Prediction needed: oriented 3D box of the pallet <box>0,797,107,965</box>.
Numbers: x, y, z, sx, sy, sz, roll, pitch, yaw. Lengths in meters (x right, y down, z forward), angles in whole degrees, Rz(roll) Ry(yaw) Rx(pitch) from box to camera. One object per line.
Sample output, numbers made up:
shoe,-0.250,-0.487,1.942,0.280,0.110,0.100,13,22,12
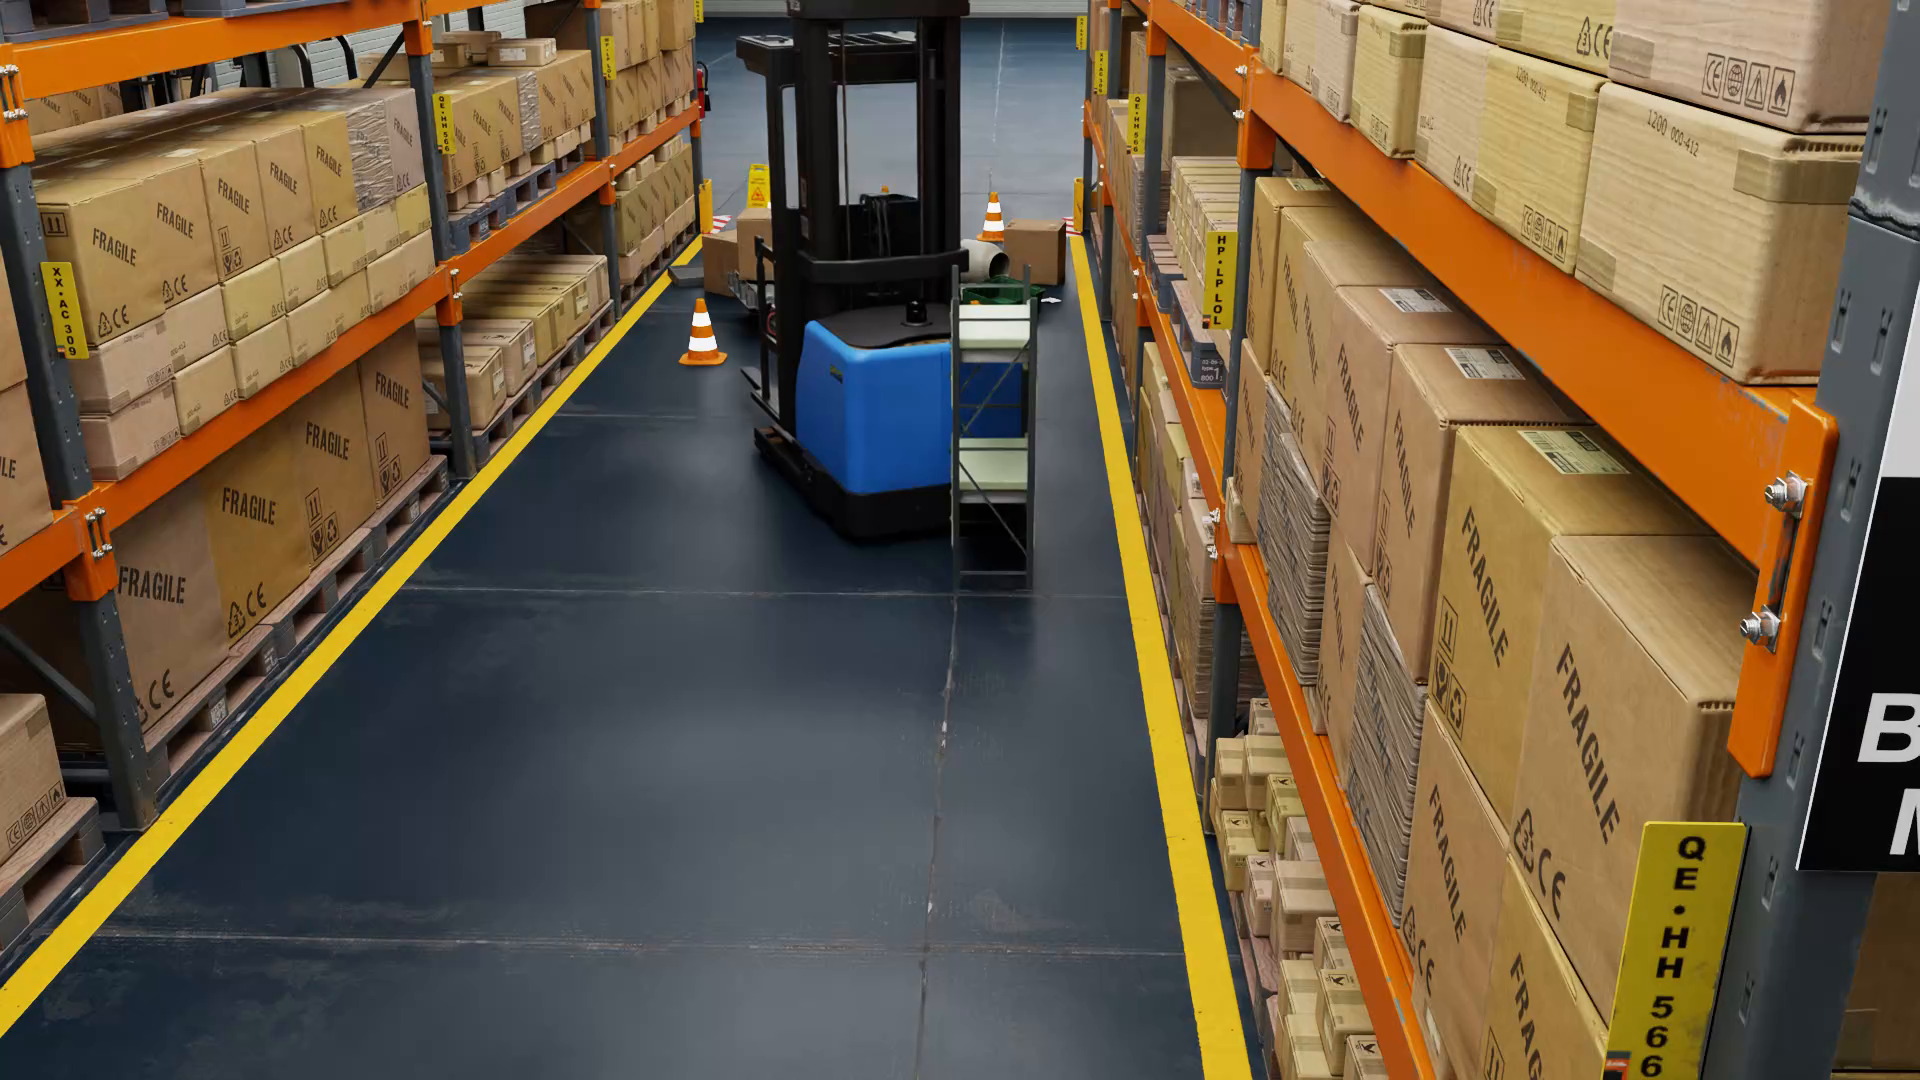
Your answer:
pallet,-3.640,1.246,5.527,1.003,0.211,1.213,1,21,2

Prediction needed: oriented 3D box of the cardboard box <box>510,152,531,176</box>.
cardboard box,-3.124,-2.553,11.228,0.380,0.149,0.250,1,21,3

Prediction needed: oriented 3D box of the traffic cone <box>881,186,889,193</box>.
traffic cone,-0.778,-3.426,17.218,0.336,0.463,0.334,1,21,2

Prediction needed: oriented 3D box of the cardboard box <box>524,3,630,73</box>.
cardboard box,-3.065,-4.029,13.335,0.700,0.500,0.500,0,21,1

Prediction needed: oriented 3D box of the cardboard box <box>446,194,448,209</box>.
cardboard box,-3.221,-1.969,9.723,0.380,0.149,0.250,-1,21,-1

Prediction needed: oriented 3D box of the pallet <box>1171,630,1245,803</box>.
pallet,1.434,0.708,6.912,1.003,0.211,1.213,1,21,2

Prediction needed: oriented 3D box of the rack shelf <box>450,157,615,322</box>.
rack shelf,-3.356,-2.162,11.450,1.077,0.370,4.000,1,21,2

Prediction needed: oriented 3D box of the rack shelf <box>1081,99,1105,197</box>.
rack shelf,1.716,-3.591,15.131,1.077,0.370,4.000,1,21,2

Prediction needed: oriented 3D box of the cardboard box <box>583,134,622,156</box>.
cardboard box,-2.965,-3.214,13.513,0.380,0.149,0.250,1,21,1

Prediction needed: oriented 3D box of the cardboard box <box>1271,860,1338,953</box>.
cardboard box,1.094,1.044,4.729,0.380,0.149,0.250,1,21,3

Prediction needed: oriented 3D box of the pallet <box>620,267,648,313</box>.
pallet,-3.310,-2.164,14.315,1.003,0.211,1.213,1,21,2

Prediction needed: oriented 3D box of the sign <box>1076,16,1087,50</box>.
sign,1.222,-5.098,16.715,0.100,0.325,0.005,1,21,2

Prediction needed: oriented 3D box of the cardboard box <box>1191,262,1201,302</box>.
cardboard box,1.280,-1.196,7.733,0.380,0.149,0.250,1,21,2

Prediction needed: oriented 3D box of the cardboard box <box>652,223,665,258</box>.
cardboard box,-2.989,-2.730,15.139,0.500,0.250,0.500,0,21,1

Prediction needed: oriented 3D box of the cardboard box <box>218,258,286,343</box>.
cardboard box,-3.214,-1.019,7.024,0.500,0.250,0.500,1,21,2

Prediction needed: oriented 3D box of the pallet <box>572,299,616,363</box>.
pallet,-3.318,-1.639,12.962,1.003,0.211,1.213,1,21,2

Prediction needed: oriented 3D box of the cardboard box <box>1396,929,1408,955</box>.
cardboard box,1.077,0.764,3.260,0.380,0.149,0.250,0,21,-1

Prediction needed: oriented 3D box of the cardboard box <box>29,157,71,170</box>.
cardboard box,-3.768,-1.193,6.436,0.500,0.500,0.500,1,21,3

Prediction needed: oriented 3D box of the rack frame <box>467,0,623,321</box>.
rack frame,-3.295,-3.221,13.183,1.000,3.000,0.127,1,21,2

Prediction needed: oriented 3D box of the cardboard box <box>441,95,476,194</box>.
cardboard box,-3.172,-2.316,9.721,0.500,0.500,0.500,0,21,0

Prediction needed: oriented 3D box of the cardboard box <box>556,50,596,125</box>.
cardboard box,-3.080,-3.432,12.599,0.500,0.500,0.500,0,21,1

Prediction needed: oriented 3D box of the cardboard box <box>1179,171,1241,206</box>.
cardboard box,1.309,-1.762,8.368,0.380,0.149,0.250,1,21,1

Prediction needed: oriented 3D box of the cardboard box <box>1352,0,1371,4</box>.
cardboard box,1.109,-1.339,3.702,0.500,0.250,0.500,1,21,3

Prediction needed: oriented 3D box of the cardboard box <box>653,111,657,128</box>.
cardboard box,-2.937,-3.768,14.941,0.380,0.149,0.250,1,21,1

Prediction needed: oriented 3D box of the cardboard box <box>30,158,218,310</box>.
cardboard box,-3.250,-1.181,6.406,0.500,0.500,0.500,1,21,1

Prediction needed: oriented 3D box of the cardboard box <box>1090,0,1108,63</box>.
cardboard box,1.650,-4.688,15.264,0.875,0.550,0.550,1,21,2

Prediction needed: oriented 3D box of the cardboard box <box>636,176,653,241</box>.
cardboard box,-3.003,-2.889,14.511,0.500,0.500,0.500,1,21,4

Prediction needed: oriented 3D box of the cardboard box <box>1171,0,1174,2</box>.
cardboard box,1.242,-2.817,7.858,0.500,0.500,0.500,1,21,2

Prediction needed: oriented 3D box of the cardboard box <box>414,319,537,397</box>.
cardboard box,-3.376,-1.216,11.070,0.950,0.372,0.625,0,21,1

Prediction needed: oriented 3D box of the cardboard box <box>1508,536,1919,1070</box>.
cardboard box,1.056,0.316,2.136,0.500,0.500,0.500,0,21,1

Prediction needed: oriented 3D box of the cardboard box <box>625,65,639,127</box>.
cardboard box,-3.011,-3.744,13.982,0.500,0.500,0.500,1,21,1

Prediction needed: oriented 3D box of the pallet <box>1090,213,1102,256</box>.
pallet,1.831,-3.059,16.622,1.003,0.211,1.213,1,21,2

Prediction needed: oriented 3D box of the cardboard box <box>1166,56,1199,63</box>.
cardboard box,1.585,-2.800,10.578,0.700,0.500,0.500,0,21,1

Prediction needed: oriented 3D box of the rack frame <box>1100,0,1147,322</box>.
rack frame,1.655,-3.203,13.137,1.000,3.000,0.127,1,21,2

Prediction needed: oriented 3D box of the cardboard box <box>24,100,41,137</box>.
cardboard box,-7.982,-3.478,13.709,0.500,0.500,0.500,0,21,0

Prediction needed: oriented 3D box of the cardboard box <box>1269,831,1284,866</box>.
cardboard box,1.192,0.993,5.273,0.380,0.149,0.250,1,21,1

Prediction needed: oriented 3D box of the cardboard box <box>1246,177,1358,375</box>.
cardboard box,1.155,-0.801,5.016,0.500,0.500,0.500,1,21,3

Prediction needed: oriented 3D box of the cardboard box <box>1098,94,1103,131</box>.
cardboard box,1.699,-3.992,14.964,0.875,0.550,0.500,1,21,2

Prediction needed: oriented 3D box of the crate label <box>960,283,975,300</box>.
crate label,0.074,-2.128,14.324,0.298,0.136,0.250,-16,26,-35

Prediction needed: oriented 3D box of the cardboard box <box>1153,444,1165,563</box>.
cardboard box,1.234,-0.167,8.187,0.500,0.500,0.500,0,21,0

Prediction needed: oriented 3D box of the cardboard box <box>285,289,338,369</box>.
cardboard box,-3.191,-0.968,7.583,0.500,0.250,0.500,0,21,1

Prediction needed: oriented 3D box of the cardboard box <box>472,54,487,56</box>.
cardboard box,-3.596,-3.436,12.607,0.500,0.500,0.500,1,21,3

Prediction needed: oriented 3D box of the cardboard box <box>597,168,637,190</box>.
cardboard box,-2.944,-3.042,14.009,0.380,0.149,0.250,1,21,2

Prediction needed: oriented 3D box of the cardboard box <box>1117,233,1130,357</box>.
cardboard box,1.693,-1.776,11.988,1.050,0.750,0.750,1,21,2

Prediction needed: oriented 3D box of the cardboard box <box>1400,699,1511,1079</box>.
cardboard box,1.068,0.599,2.789,0.500,0.500,0.500,0,21,1

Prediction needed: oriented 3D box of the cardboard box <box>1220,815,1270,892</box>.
cardboard box,1.072,1.047,5.544,0.380,0.149,0.250,1,21,3

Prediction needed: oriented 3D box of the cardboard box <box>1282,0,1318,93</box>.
cardboard box,1.128,-1.293,4.276,0.500,0.250,0.500,0,21,1

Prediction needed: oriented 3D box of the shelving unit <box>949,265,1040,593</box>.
shelving unit,0.161,-0.570,8.424,0.431,1.500,0.755,0,21,0

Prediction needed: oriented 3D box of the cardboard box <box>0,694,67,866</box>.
cardboard box,-3.665,0.896,5.534,0.875,0.438,0.875,0,21,1

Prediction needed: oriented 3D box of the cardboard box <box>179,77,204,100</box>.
cardboard box,-7.888,-4.586,16.564,0.500,0.500,0.500,0,21,0

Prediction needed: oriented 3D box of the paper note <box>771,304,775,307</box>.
paper note,-1.574,-2.010,14.166,0.148,0.019,0.142,1,21,2

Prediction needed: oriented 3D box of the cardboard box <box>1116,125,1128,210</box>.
cardboard box,1.322,-2.516,11.227,0.500,0.500,0.500,1,21,2

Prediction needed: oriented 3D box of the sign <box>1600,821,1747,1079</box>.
sign,0.736,0.435,1.723,0.100,0.325,0.005,1,21,2

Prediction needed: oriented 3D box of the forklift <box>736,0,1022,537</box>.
forklift,-0.642,-1.883,9.830,1.130,2.935,3.031,-8,23,-20

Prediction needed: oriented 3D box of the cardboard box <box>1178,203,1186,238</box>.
cardboard box,1.307,-1.607,8.379,0.380,0.149,0.250,0,21,0

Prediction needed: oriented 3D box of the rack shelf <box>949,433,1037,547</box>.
rack shelf,0.161,-0.266,8.542,0.431,0.370,0.720,0,21,0

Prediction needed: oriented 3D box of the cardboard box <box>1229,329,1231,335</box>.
cardboard box,1.244,-0.859,6.451,0.380,0.149,0.250,2,21,4

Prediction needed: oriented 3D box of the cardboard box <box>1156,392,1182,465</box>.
cardboard box,1.228,-0.528,8.081,0.500,0.250,0.500,1,21,2

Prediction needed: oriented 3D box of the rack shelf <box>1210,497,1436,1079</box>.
rack shelf,1.351,0.748,3.949,1.077,0.370,4.000,1,21,2
